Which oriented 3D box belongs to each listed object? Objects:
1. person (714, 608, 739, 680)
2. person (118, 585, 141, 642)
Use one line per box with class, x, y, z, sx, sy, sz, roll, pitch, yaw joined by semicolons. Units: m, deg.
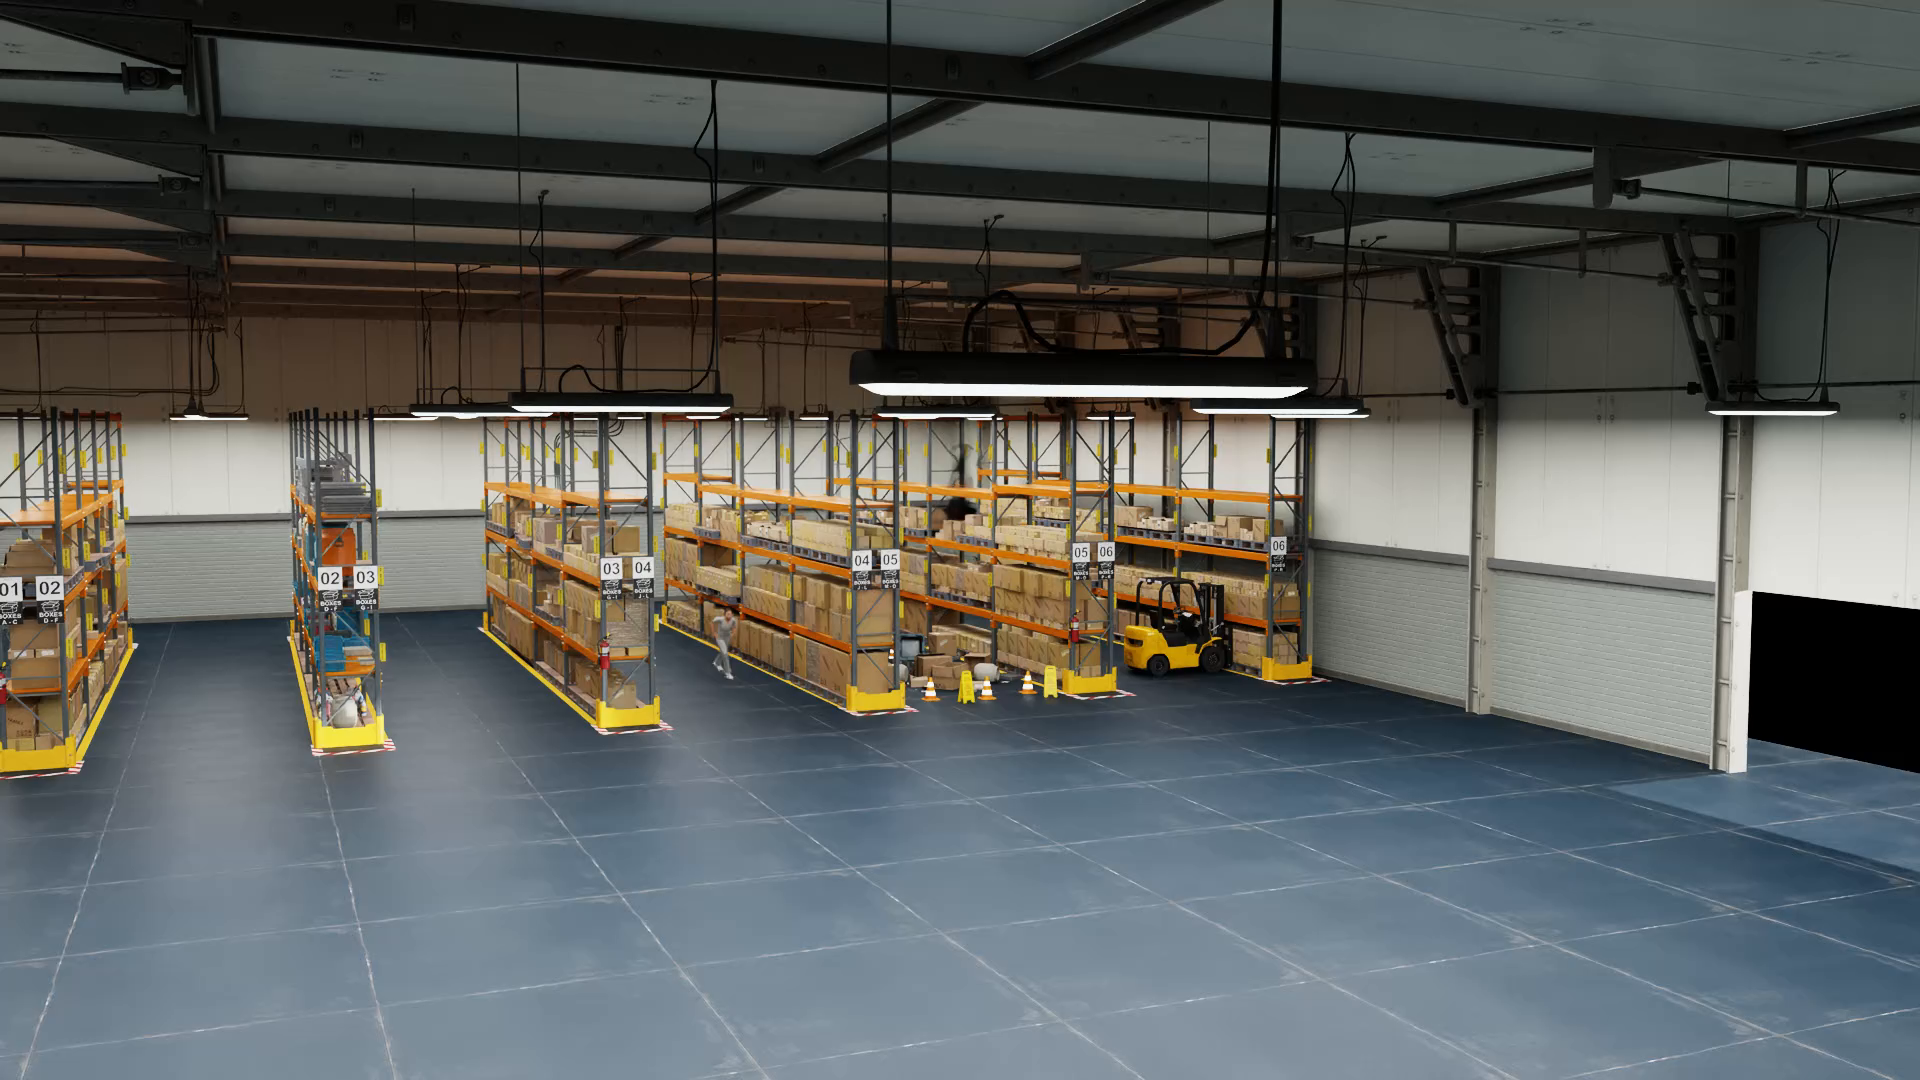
person;-5.295;2.318;37.524;0.570;1.622;0.892;-2;4;-23
person;-21.809;1.896;43.339;0.747;1.623;0.542;-1;4;-16
